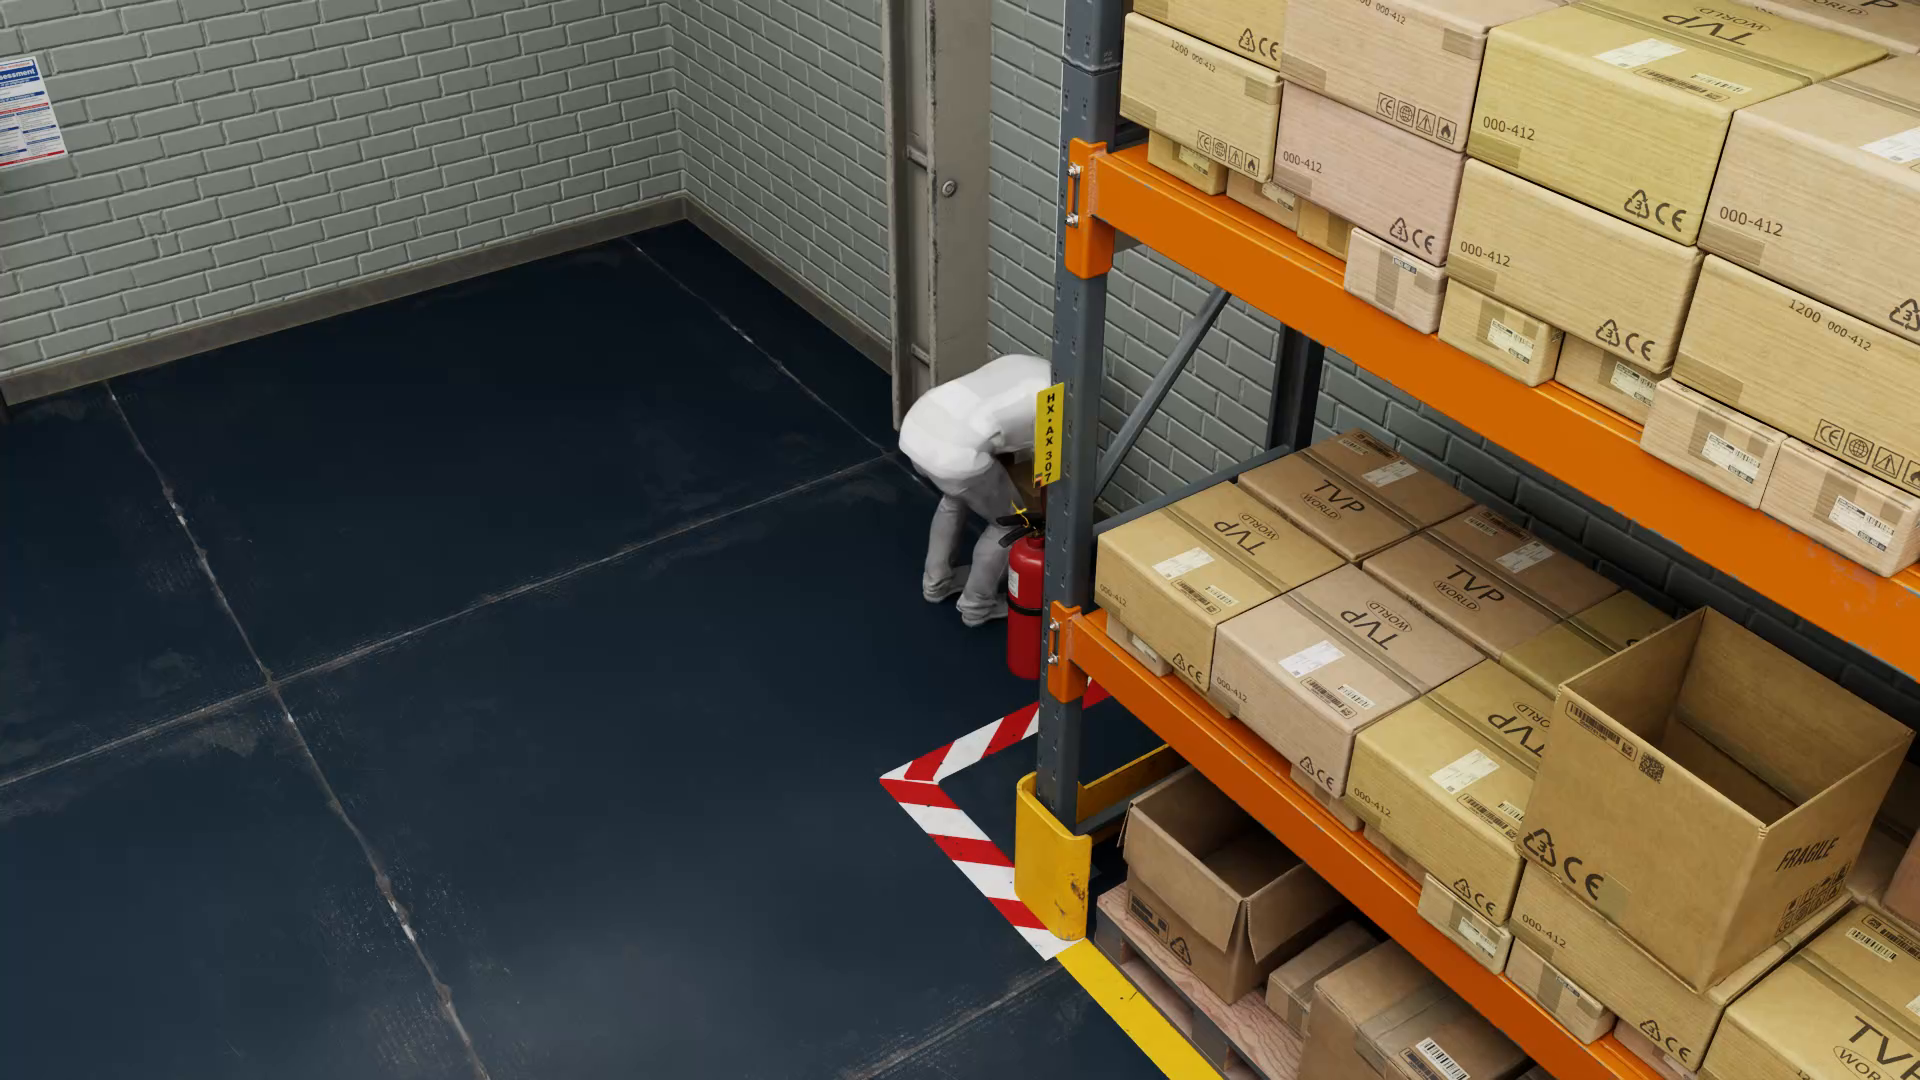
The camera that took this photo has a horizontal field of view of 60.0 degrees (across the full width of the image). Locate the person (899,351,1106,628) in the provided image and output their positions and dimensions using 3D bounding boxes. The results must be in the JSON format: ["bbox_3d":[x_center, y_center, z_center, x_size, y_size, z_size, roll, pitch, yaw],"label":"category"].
[{"bbox_3d":[0.208,-0.256,7.024,0.979,1.117,0.475,-24,43,-29],"label":"person"}]
